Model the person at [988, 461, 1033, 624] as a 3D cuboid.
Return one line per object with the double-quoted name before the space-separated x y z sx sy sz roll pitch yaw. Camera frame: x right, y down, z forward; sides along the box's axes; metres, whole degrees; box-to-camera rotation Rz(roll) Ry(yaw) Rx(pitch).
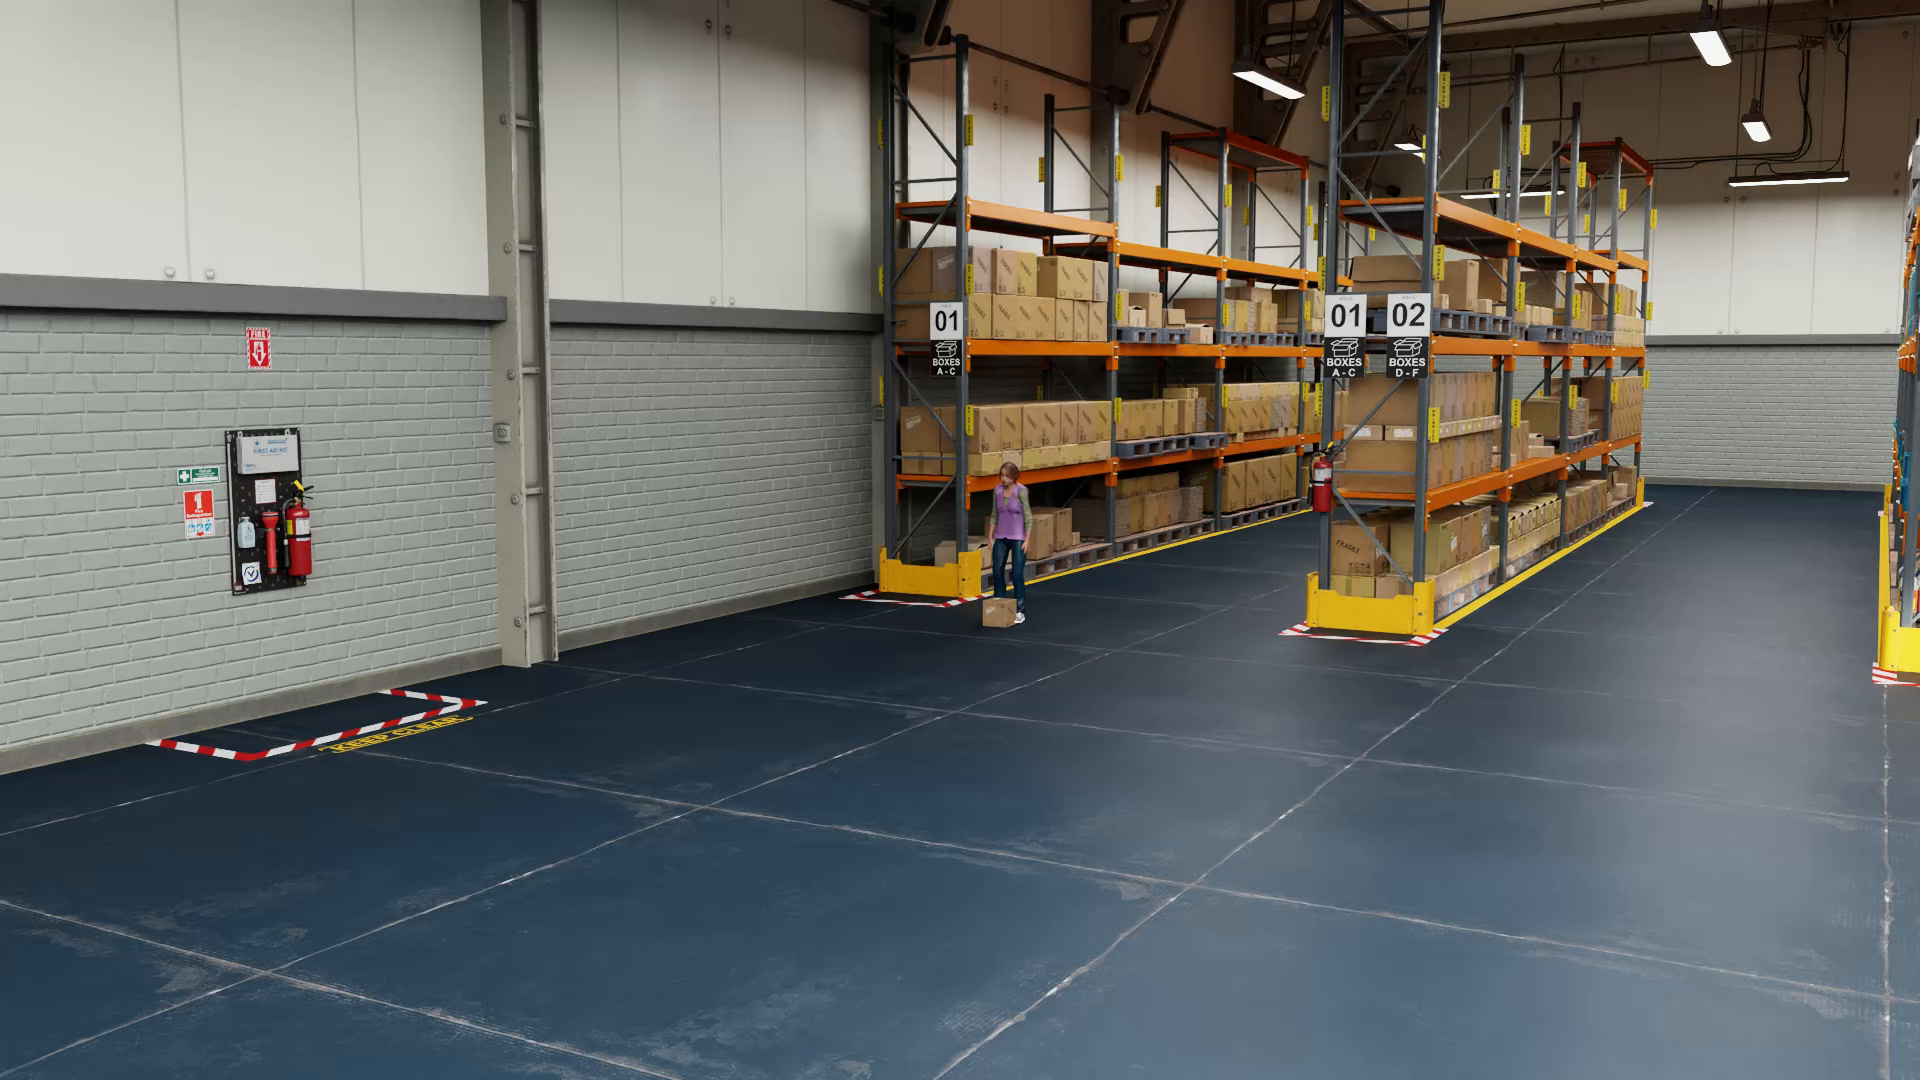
"person" 0.492 0.018 16.398 0.465 1.593 0.347 3 7 28
